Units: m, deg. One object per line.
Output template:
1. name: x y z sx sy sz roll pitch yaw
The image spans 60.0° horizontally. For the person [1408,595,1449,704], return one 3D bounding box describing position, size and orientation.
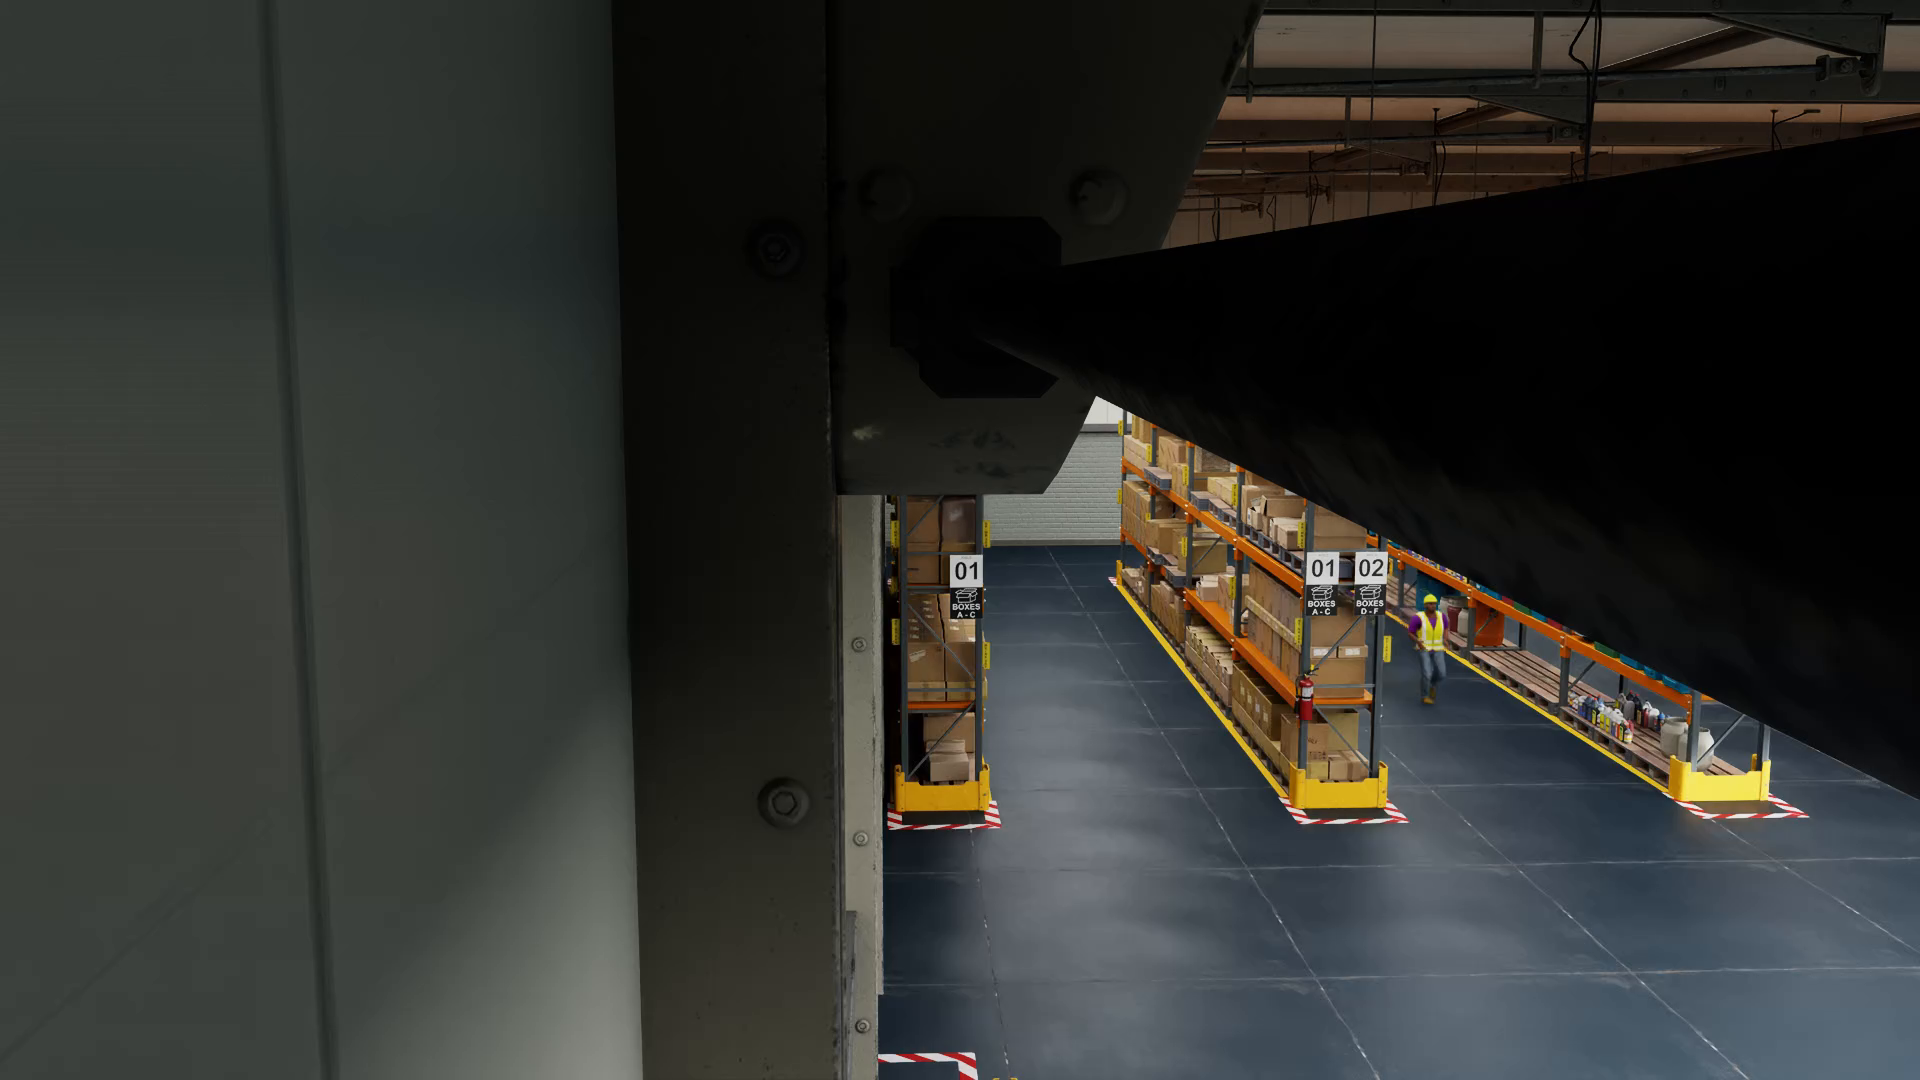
1. person: 7.272 1.696 25.688 0.674 1.721 0.569 -1 8 -5
